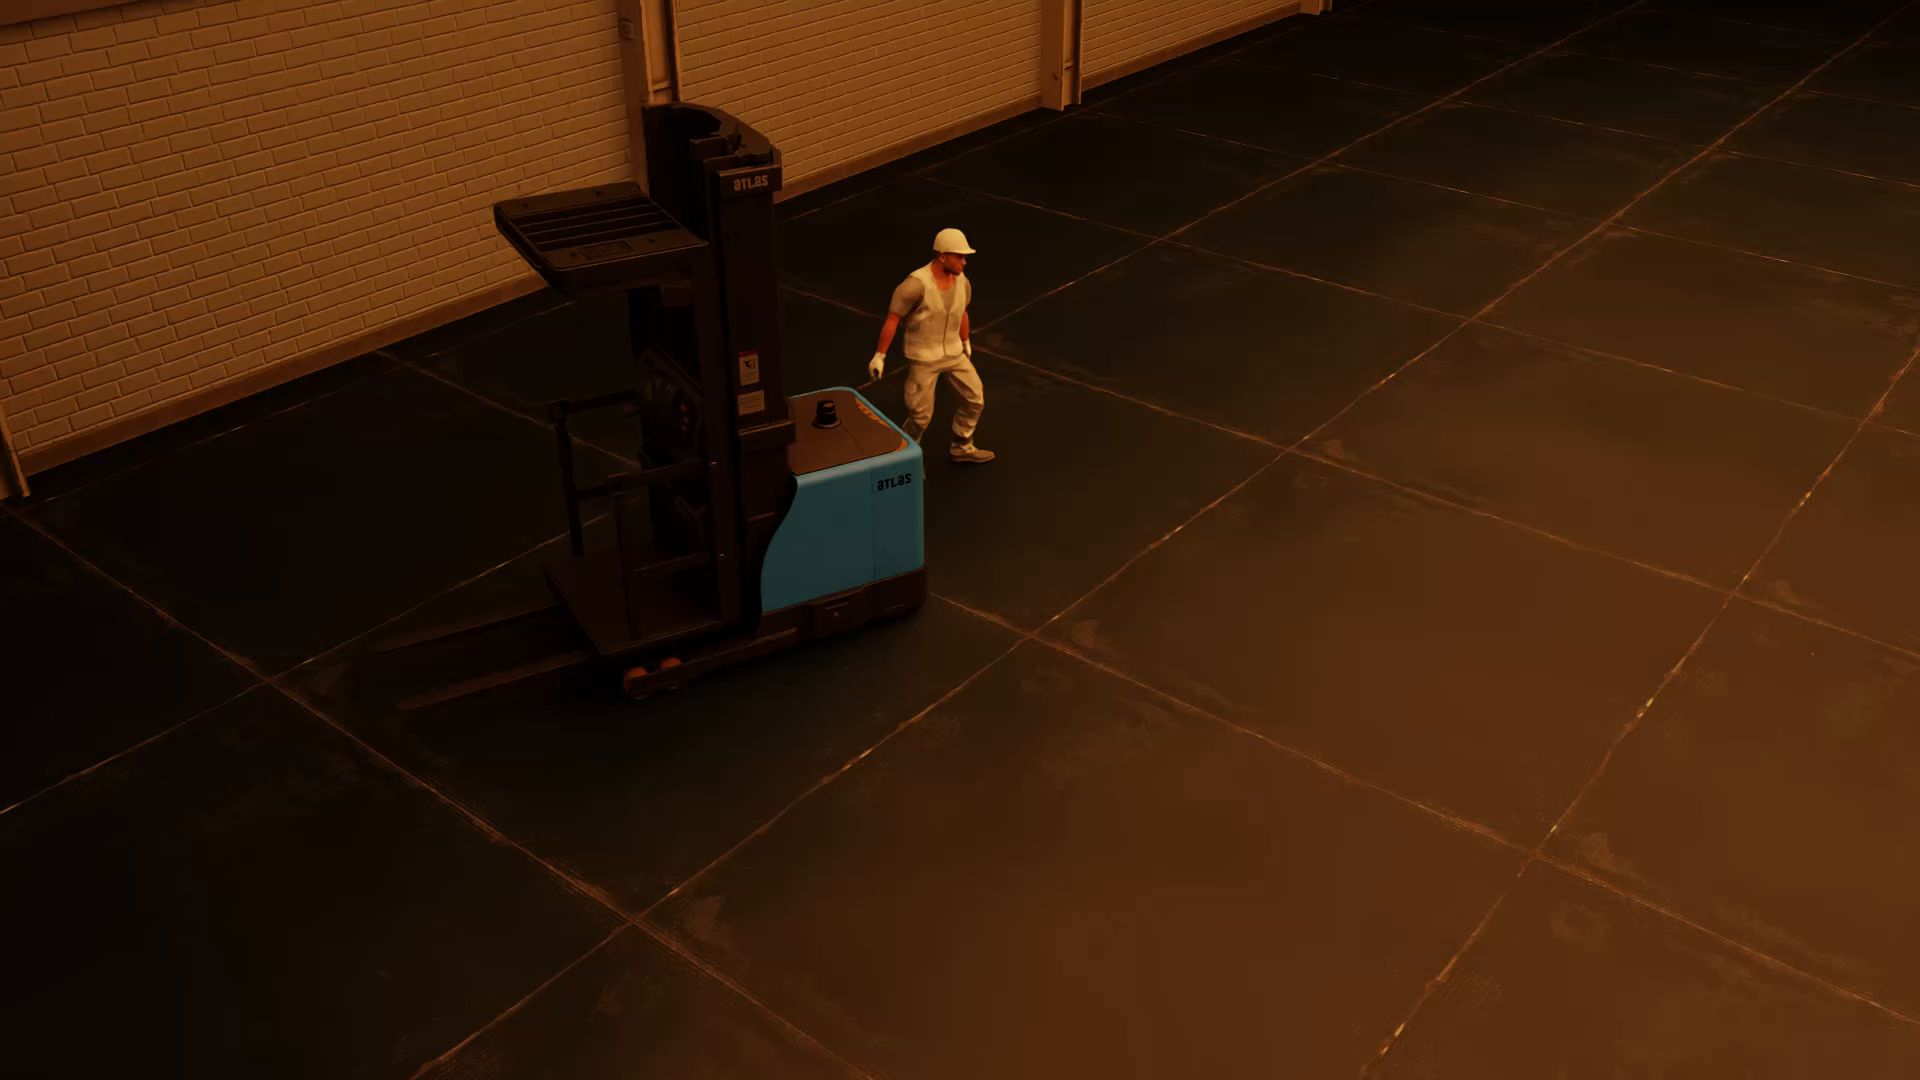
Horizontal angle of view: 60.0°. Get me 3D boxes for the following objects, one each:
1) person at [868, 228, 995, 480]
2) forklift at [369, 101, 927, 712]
[{"bbox_3d":[-0.173,-1.196,10.862,0.887,1.750,0.464,-18,35,-28],"label":"person"},{"bbox_3d":[-1.735,-0.707,8.805,3.031,2.935,1.130,-16,34,-25],"label":"forklift"}]
